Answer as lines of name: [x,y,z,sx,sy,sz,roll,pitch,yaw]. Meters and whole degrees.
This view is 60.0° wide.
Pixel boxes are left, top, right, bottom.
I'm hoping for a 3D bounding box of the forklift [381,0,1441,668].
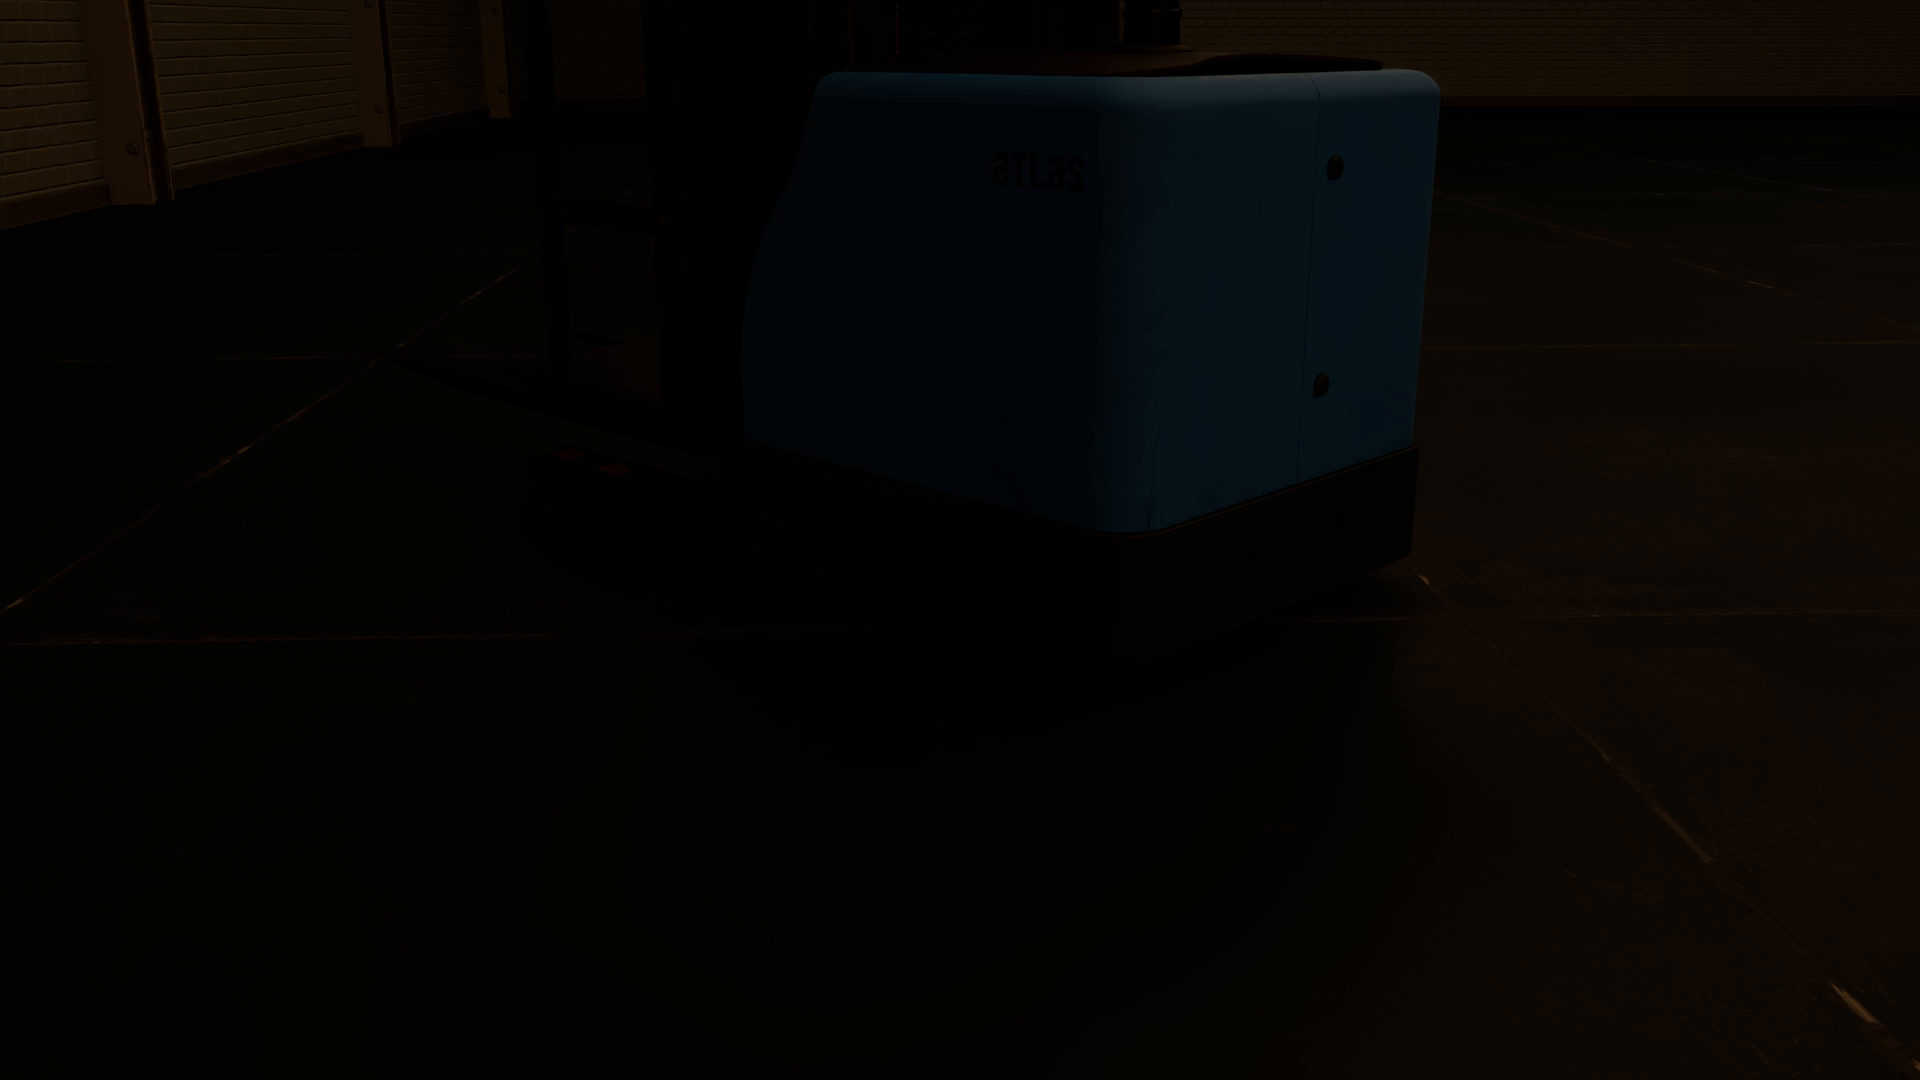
forklift: [-0.429,-1.516,3.865,3.031,2.935,1.130,16,23,42]
